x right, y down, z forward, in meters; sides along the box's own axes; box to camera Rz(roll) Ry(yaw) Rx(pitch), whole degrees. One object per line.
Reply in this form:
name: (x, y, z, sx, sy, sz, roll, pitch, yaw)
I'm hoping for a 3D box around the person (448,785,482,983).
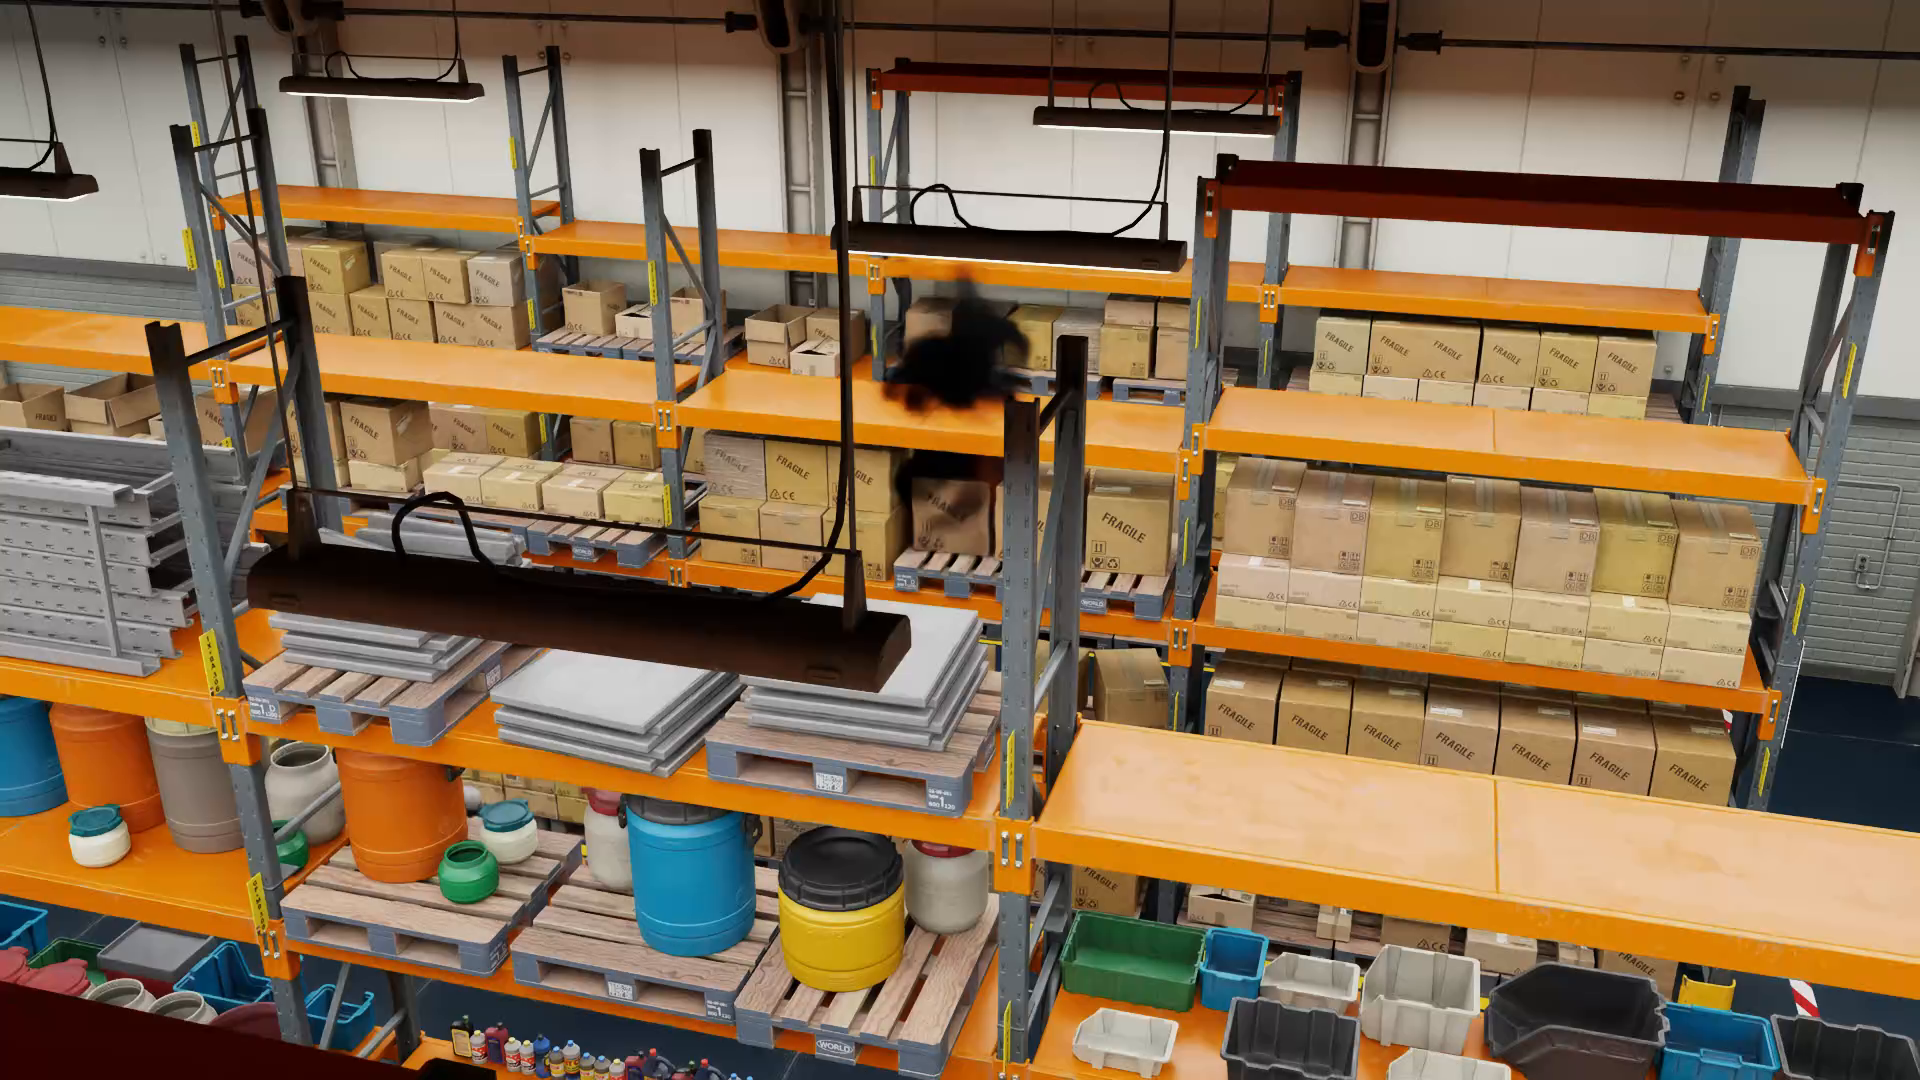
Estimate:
person: (-3.483, 2.477, 11.919, 0.661, 1.634, 0.626, 0, 23, 0)
